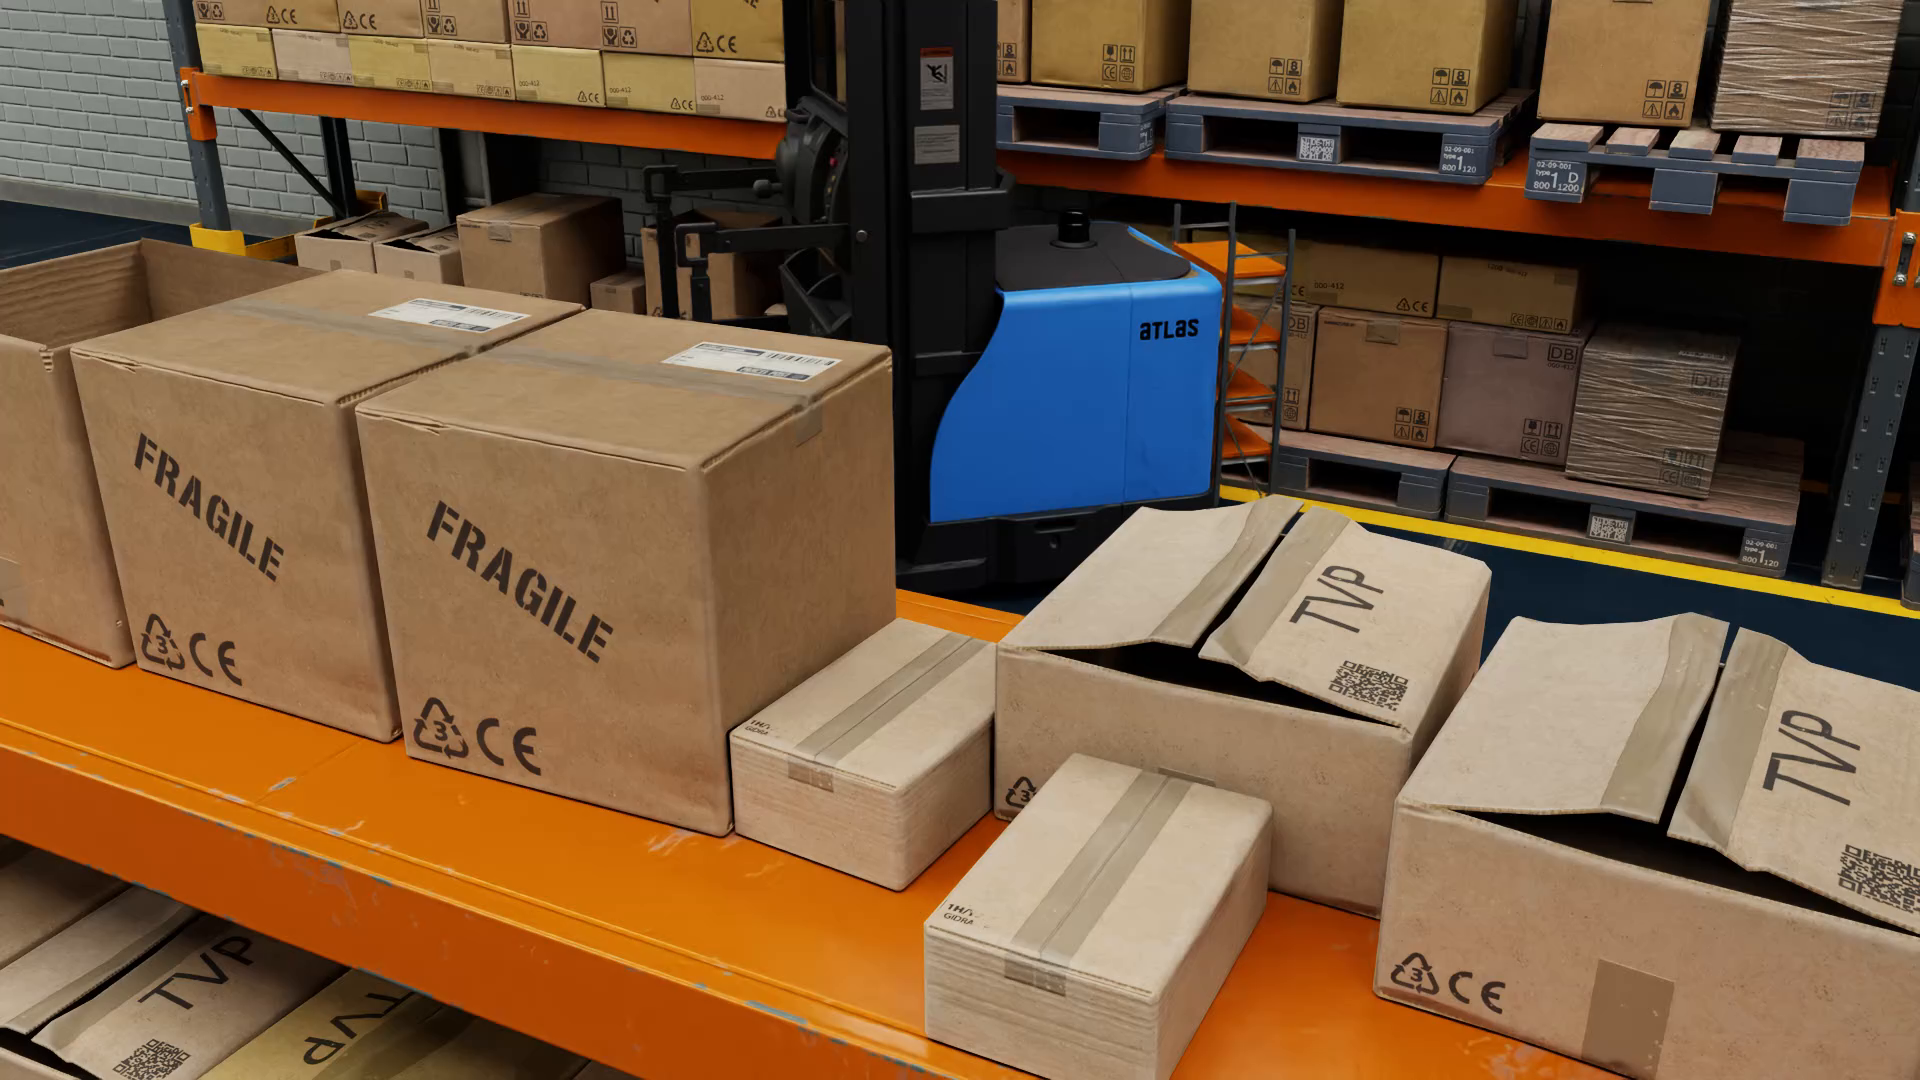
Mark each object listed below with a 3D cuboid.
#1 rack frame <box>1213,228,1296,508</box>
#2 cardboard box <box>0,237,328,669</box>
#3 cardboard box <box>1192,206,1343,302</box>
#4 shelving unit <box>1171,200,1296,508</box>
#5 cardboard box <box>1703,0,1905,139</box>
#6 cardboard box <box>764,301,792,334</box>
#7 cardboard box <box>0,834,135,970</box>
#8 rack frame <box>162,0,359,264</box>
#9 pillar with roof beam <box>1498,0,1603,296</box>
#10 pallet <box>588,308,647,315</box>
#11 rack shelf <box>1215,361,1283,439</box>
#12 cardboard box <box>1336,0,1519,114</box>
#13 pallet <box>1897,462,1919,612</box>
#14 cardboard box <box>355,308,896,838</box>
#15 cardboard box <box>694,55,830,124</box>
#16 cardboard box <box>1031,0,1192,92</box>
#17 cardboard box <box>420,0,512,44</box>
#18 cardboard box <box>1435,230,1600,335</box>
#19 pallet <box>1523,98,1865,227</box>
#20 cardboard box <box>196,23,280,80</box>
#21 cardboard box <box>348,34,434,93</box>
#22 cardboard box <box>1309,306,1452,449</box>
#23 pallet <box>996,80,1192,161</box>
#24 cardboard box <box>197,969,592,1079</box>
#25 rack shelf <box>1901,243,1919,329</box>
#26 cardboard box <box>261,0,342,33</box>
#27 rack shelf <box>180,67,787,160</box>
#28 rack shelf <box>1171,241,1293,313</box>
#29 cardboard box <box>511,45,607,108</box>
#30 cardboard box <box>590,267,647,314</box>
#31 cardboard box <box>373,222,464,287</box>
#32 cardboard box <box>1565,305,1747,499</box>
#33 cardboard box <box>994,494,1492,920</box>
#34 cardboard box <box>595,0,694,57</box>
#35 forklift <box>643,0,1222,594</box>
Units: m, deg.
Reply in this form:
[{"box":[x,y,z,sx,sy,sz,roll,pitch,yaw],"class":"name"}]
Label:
[{"box":[1.030,-0.500,5.892,0.240,1.200,0.015,-6,24,-14],"class":"rack frame"},{"box":[-1.336,-0.168,2.684,0.500,0.500,0.500,13,26,28],"class":"cardboard box"},{"box":[1.272,-1.193,6.896,0.500,0.250,0.500,10,25,23],"class":"cardboard box"},{"box":[0.965,-0.592,6.108,0.258,1.200,0.503,-6,24,-14],"class":"shelving unit"},{"box":[2.893,-1.709,5.745,0.500,0.500,0.700,8,24,18],"class":"cardboard box"},{"box":[-0.744,-1.070,7.990,0.250,0.166,0.380,8,24,18],"class":"cardboard box"},{"box":[-1.784,0.708,3.012,0.500,0.311,0.500,11,25,24],"class":"cardboard box"},{"box":[-3.822,-2.793,8.985,0.127,3.000,1.000,11,25,25],"class":"rack frame"},{"box":[0.605,-3.169,2.204,0.400,9.000,9.100,11,25,25],"class":"pillar with roof beam"},{"box":[-1.961,-1.125,8.625,1.213,0.211,1.003,11,25,25],"class":"pallet"},{"box":[0.965,-0.530,6.134,0.258,0.148,0.480,-6,24,-14],"class":"rack shelf"},{"box":[1.771,-1.921,6.244,0.500,0.500,0.700,11,25,25],"class":"cardboard box"},{"box":[3.987,0.068,5.820,1.213,0.211,1.003,11,25,25],"class":"pallet"},{"box":[-0.420,0.014,2.257,0.500,0.500,0.500,10,25,22],"class":"cardboard box"},{"box":[-0.812,-2.005,7.297,0.500,0.250,0.500,11,26,25],"class":"cardboard box"},{"box":[0.682,-2.132,6.741,0.500,0.500,0.700,14,27,30],"class":"cardboard box"},{"box":[-2.171,-2.618,7.781,0.500,0.500,0.500,12,26,26],"class":"cardboard box"},{"box":[2.170,-1.009,6.464,0.500,0.250,0.500,12,26,26],"class":"cardboard box"},{"box":[2.633,-1.381,5.909,1.003,0.211,1.213,11,25,25],"class":"pallet"},{"box":[-3.530,-2.536,8.547,0.500,0.250,0.500,10,25,23],"class":"cardboard box"},{"box":[-2.608,-2.358,8.127,0.500,0.250,0.500,11,25,24],"class":"cardboard box"},{"box":[1.787,-0.751,6.815,0.500,0.500,0.700,11,25,24],"class":"cardboard box"},{"box":[0.364,-1.813,6.925,1.213,0.211,1.003,11,25,25],"class":"pallet"},{"box":[-0.856,0.889,2.587,0.500,0.311,0.500,12,26,26],"class":"cardboard box"},{"box":[5.102,-0.696,4.974,4.000,0.370,1.077,11,25,25],"class":"rack shelf"},{"box":[-3.095,-2.798,8.205,0.500,0.500,0.500,11,26,25],"class":"cardboard box"},{"box":[-2.038,-2.109,8.296,4.000,0.370,1.077,11,25,25],"class":"rack shelf"},{"box":[0.965,-0.953,5.954,0.258,0.148,0.480,-6,24,-14],"class":"rack shelf"},{"box":[-1.709,-2.179,7.707,0.500,0.250,0.500,11,25,24],"class":"cardboard box"},{"box":[-1.671,-1.267,8.477,0.250,0.149,0.380,9,25,20],"class":"cardboard box"},{"box":[-2.737,-1.504,8.827,0.500,0.311,0.500,14,27,29],"class":"cardboard box"},{"box":[2.651,-0.542,6.323,0.500,0.500,0.700,12,26,25],"class":"cardboard box"},{"box":[0.374,0.166,2.142,0.500,0.311,0.500,11,25,24],"class":"cardboard box"},{"box":[-1.262,-2.434,7.348,0.500,0.500,0.500,11,25,24],"class":"cardboard box"},{"box":[-0.673,-1.265,5.479,3.031,2.935,1.130,-6,24,-14],"class":"forklift"}]
